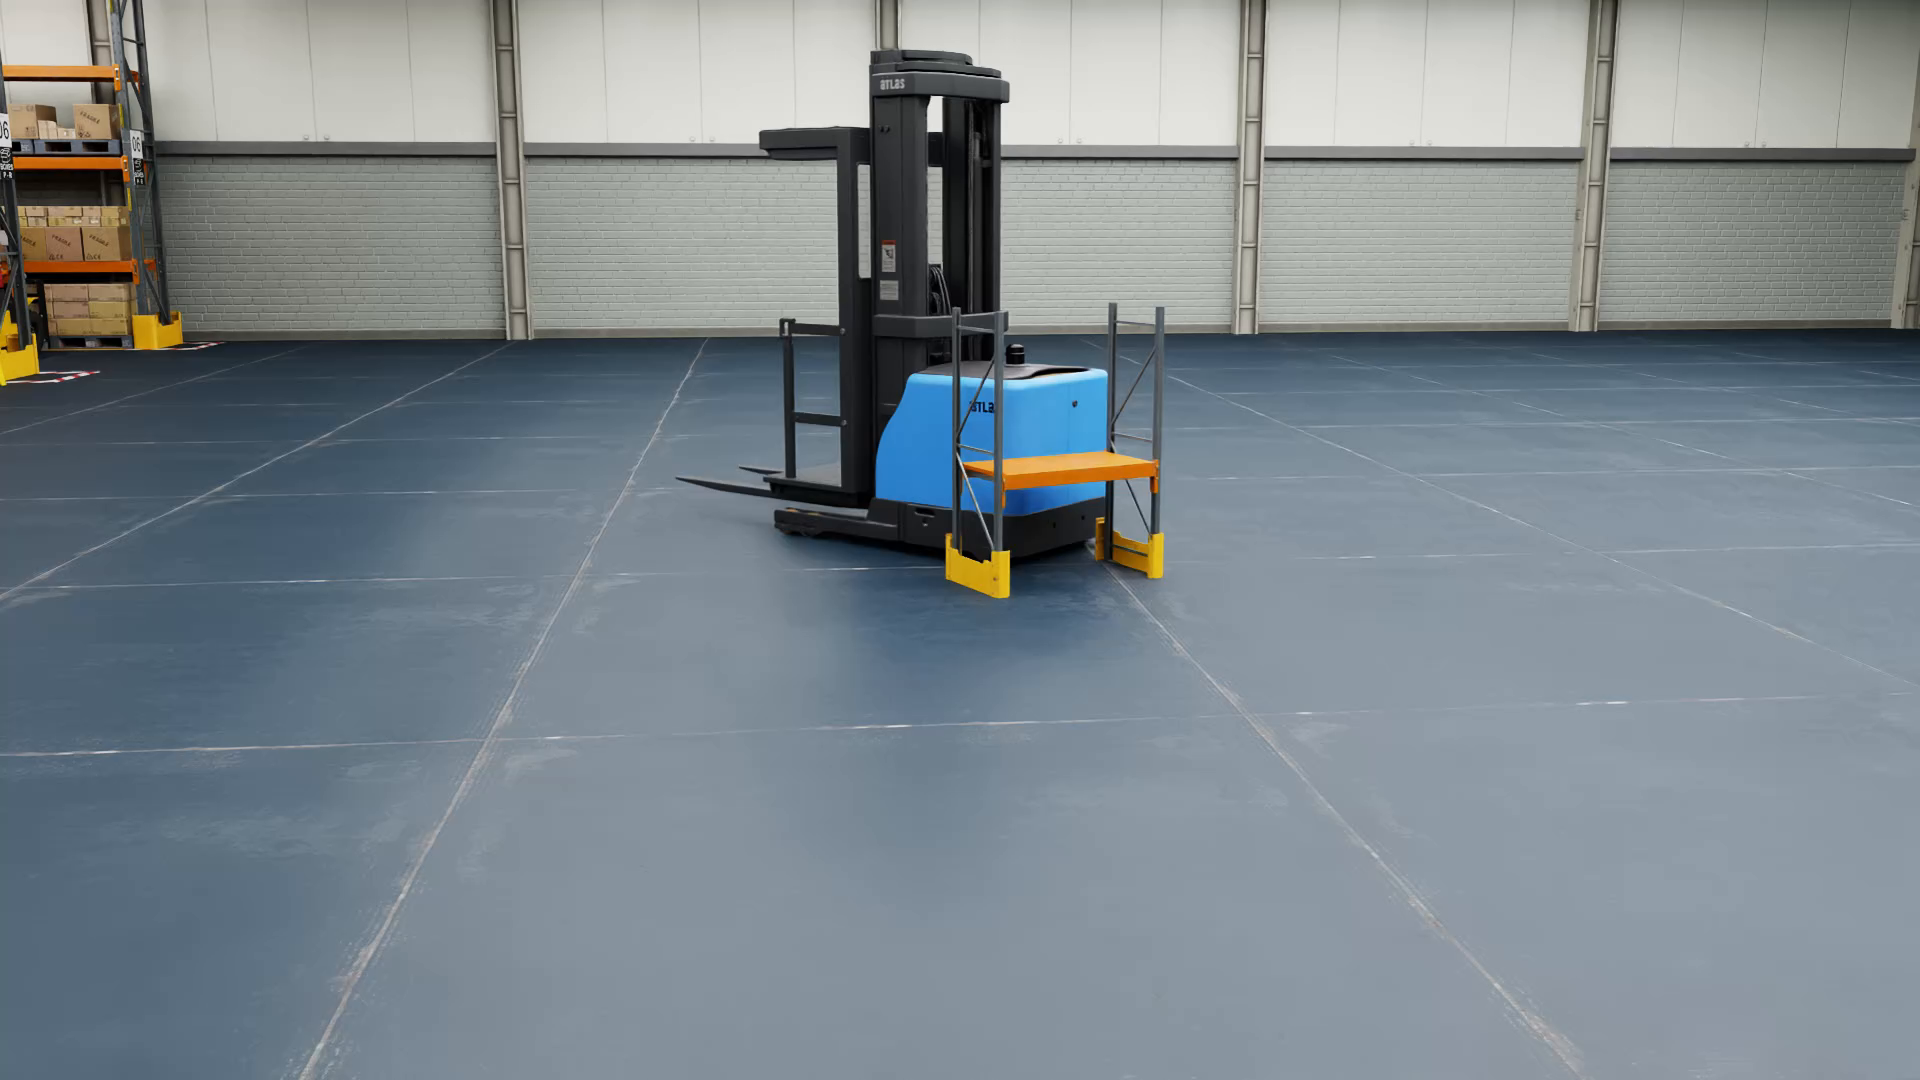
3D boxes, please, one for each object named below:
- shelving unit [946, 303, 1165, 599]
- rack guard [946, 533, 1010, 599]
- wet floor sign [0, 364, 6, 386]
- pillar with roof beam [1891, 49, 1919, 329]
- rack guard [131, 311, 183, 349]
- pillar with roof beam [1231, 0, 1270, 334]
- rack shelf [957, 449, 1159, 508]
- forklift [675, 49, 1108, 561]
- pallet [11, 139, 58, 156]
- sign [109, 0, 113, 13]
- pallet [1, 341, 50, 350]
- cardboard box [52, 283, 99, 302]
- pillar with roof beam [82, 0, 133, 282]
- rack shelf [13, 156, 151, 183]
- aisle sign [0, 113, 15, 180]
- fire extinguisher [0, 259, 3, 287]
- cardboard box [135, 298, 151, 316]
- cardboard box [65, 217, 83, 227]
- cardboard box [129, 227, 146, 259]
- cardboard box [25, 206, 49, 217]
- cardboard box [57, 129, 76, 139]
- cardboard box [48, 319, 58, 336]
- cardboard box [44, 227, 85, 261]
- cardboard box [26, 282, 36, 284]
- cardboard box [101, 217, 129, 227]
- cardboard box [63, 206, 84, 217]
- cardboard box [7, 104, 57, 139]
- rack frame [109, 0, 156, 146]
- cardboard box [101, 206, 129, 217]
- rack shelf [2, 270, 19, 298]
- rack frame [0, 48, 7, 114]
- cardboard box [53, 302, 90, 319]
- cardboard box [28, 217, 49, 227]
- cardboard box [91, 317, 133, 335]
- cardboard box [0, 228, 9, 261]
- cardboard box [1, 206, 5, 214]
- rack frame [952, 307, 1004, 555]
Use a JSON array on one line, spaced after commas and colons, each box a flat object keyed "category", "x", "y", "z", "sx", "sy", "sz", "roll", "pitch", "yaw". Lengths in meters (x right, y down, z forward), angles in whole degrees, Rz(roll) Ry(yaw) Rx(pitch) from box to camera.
[{"category": "shelving unit", "x": 0.528, "y": -0.525, "z": 9.149, "sx": 1.083, "sy": 1.500, "sz": 0.587, "roll": -6, "pitch": 13, "yaw": -28}, {"category": "rack guard", "x": 0.093, "y": 0.135, "z": 9.032, "sx": 0.087, "sy": 0.250, "sz": 0.587, "roll": -6, "pitch": 13, "yaw": -28}, {"category": "wet floor sign", "x": -11.444, "y": -2.132, "z": 19.540, "sx": 0.232, "sy": 0.644, "sz": 0.267, "roll": 3, "pitch": 11, "yaw": 14}, {"category": "pillar with roof beam", "x": 17.212, "y": -7.342, "z": 24.385, "sx": 0.400, "sy": 9.000, "sz": 9.100, "roll": -1, "pitch": 11, "yaw": -6}, {"category": "rack guard", "x": -12.264, "y": -3.214, "z": 25.422, "sx": 0.348, "sy": 0.500, "sz": 1.175, "roll": -1, "pitch": 11, "yaw": -6}, {"category": "pillar with roof beam", "x": 5.282, "y": -7.092, "z": 23.113, "sx": 0.400, "sy": 9.000, "sz": 9.100, "roll": -1, "pitch": 11, "yaw": -6}, {"category": "rack shelf", "x": 0.536, "y": -0.349, "z": 9.188, "sx": 1.000, "sy": 0.185, "sz": 0.538, "roll": -6, "pitch": 13, "yaw": -28}, {"category": "forklift", "x": -0.556, "y": -1.520, "z": 10.500, "sx": 3.031, "sy": 2.935, "sz": 1.130, "roll": 8, "pitch": 14, "yaw": 37}, {"category": "pallet", "x": -14.209, "y": -5.833, "z": 24.716, "sx": 1.213, "sy": 0.211, "sz": 1.003, "roll": -1, "pitch": 11, "yaw": -6}, {"category": "sign", "x": -12.243, "y": -7.777, "z": 23.971, "sx": 0.005, "sy": 0.325, "sz": 0.100, "roll": -1, "pitch": 11, "yaw": -6}, {"category": "pallet", "x": -14.254, "y": -3.023, "z": 25.199, "sx": 1.213, "sy": 0.211, "sz": 1.003, "roll": -1, "pitch": 11, "yaw": -6}, {"category": "cardboard box", "x": -13.219, "y": -3.707, "z": 24.894, "sx": 0.500, "sy": 0.250, "sz": 0.500, "roll": -1, "pitch": 11, "yaw": -5}, {"category": "pillar with roof beam", "x": -12.613, "y": -6.717, "z": 21.206, "sx": 0.400, "sy": 9.000, "sz": 9.100, "roll": -1, "pitch": 11, "yaw": -6}, {"category": "rack shelf", "x": -14.276, "y": -5.518, "z": 24.747, "sx": 4.000, "sy": 0.370, "sz": 1.077, "roll": -1, "pitch": 11, "yaw": -6}, {"category": "aisle sign", "x": -11.720, "y": -4.825, "z": 20.395, "sx": 0.004, "sy": 0.787, "sz": 0.394, "roll": -1, "pitch": 11, "yaw": -6}, {"category": "fire extinguisher", "x": -11.585, "y": -3.365, "z": 19.907, "sx": 0.183, "sy": 0.674, "sz": 0.296, "roll": -1, "pitch": 11, "yaw": -6}, {"category": "cardboard box", "x": -12.778, "y": -3.573, "z": 25.508, "sx": 0.500, "sy": 0.250, "sz": 0.500, "roll": -1, "pitch": 11, "yaw": -5}, {"category": "cardboard box", "x": -13.118, "y": -4.742, "z": 24.772, "sx": 0.250, "sy": 0.149, "sz": 0.380, "roll": -1, "pitch": 11, "yaw": -5}, {"category": "cardboard box", "x": -12.810, "y": -4.532, "z": 25.387, "sx": 0.500, "sy": 0.500, "sz": 0.500, "roll": -1, "pitch": 11, "yaw": -4}, {"category": "cardboard box", "x": -13.623, "y": -4.866, "z": 24.634, "sx": 0.250, "sy": 0.149, "sz": 0.380, "roll": -1, "pitch": 11, "yaw": -5}, {"category": "cardboard box", "x": -13.079, "y": -5.969, "z": 24.479, "sx": 0.250, "sy": 0.149, "sz": 0.380, "roll": -2, "pitch": 11, "yaw": -8}, {"category": "cardboard box", "x": -13.715, "y": -3.210, "z": 24.958, "sx": 0.500, "sy": 0.250, "sz": 0.500, "roll": -1, "pitch": 11, "yaw": -5}, {"category": "cardboard box", "x": -13.266, "y": -4.420, "z": 24.815, "sx": 0.500, "sy": 0.500, "sz": 0.500, "roll": -1, "pitch": 11, "yaw": -4}, {"category": "cardboard box", "x": -14.291, "y": -3.785, "z": 25.294, "sx": 0.500, "sy": 0.250, "sz": 0.500, "roll": -1, "pitch": 11, "yaw": -7}, {"category": "cardboard box", "x": -12.602, "y": -4.747, "z": 24.796, "sx": 0.250, "sy": 0.149, "sz": 0.380, "roll": -1, "pitch": 11, "yaw": -5}, {"category": "cardboard box", "x": -13.120, "y": -4.884, "z": 24.723, "sx": 0.250, "sy": 0.149, "sz": 0.380, "roll": -1, "pitch": 11, "yaw": -5}, {"category": "cardboard box", "x": -13.731, "y": -6.158, "z": 24.534, "sx": 0.500, "sy": 0.500, "sz": 0.700, "roll": -1, "pitch": 11, "yaw": -6}, {"category": "rack frame", "x": -12.288, "y": -7.384, "z": 24.600, "sx": 0.127, "sy": 3.000, "sz": 1.000, "roll": -1, "pitch": 11, "yaw": -6}, {"category": "cardboard box", "x": -12.621, "y": -4.906, "z": 24.834, "sx": 0.250, "sy": 0.149, "sz": 0.380, "roll": -1, "pitch": 11, "yaw": -6}, {"category": "rack shelf", "x": -13.737, "y": -3.094, "z": 20.194, "sx": 4.000, "sy": 0.370, "sz": 1.077, "roll": -1, "pitch": 11, "yaw": -6}, {"category": "rack frame", "x": -11.748, "y": -6.432, "z": 19.758, "sx": 0.127, "sy": 3.000, "sz": 1.000, "roll": -1, "pitch": 11, "yaw": -6}, {"category": "cardboard box", "x": -13.238, "y": -3.464, "z": 24.956, "sx": 0.500, "sy": 0.250, "sz": 0.500, "roll": -1, "pitch": 11, "yaw": -7}, {"category": "cardboard box", "x": -13.626, "y": -4.724, "z": 24.683, "sx": 0.250, "sy": 0.149, "sz": 0.380, "roll": -2, "pitch": 11, "yaw": -8}, {"category": "cardboard box", "x": -12.721, "y": -3.227, "z": 25.045, "sx": 0.500, "sy": 0.250, "sz": 0.500, "roll": -1, "pitch": 11, "yaw": -6}, {"category": "cardboard box", "x": -14.274, "y": -4.396, "z": 24.696, "sx": 0.500, "sy": 0.500, "sz": 0.500, "roll": -1, "pitch": 11, "yaw": -6}, {"category": "cardboard box", "x": -14.146, "y": -4.873, "z": 24.666, "sx": 0.250, "sy": 0.149, "sz": 0.380, "roll": -1, "pitch": 11, "yaw": -5}, {"category": "rack frame", "x": 0.092, "y": -0.478, "z": 8.911, "sx": 0.032, "sy": 1.500, "sz": 0.500, "roll": -6, "pitch": 13, "yaw": -28}]
